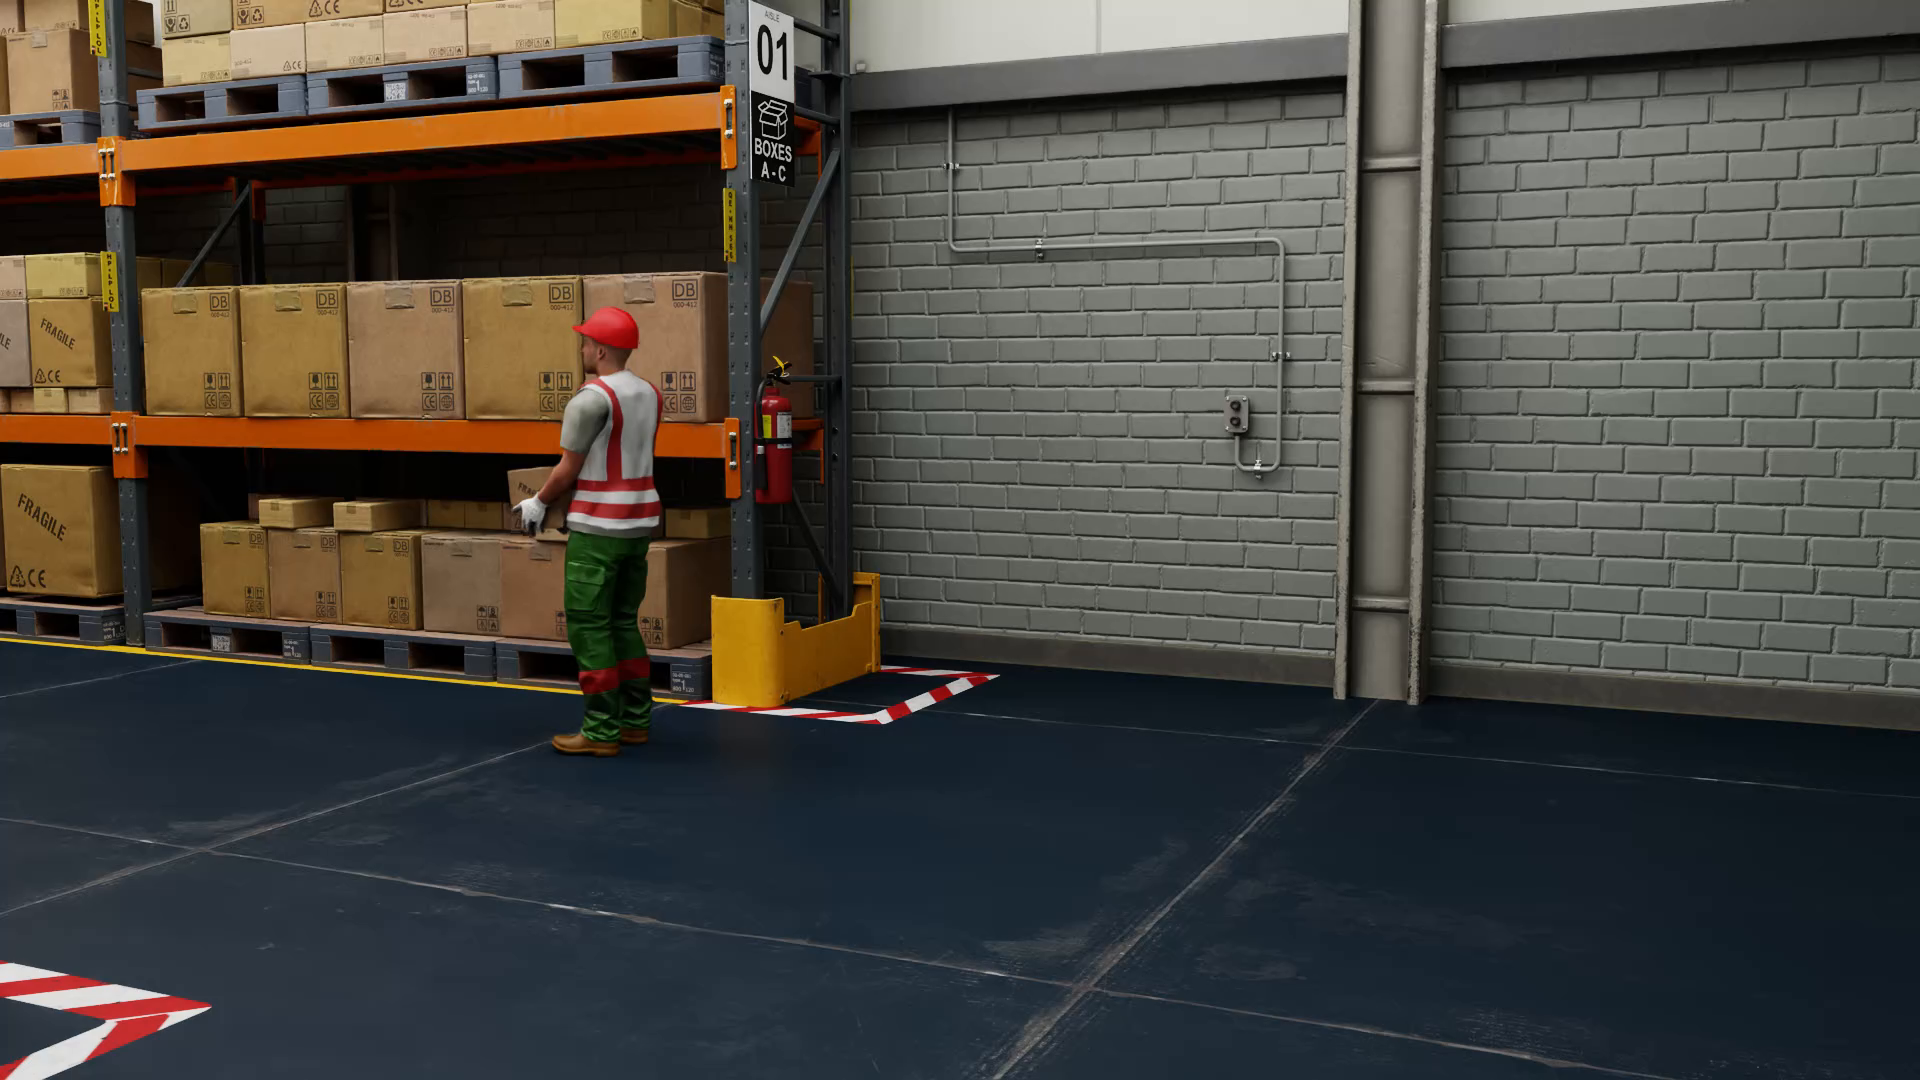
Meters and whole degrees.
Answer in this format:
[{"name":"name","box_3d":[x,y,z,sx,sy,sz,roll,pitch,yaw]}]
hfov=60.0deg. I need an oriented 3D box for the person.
[{"name":"person","box_3d":[-1.504,-0.040,6.750,0.547,1.793,0.519,2,6,23]}]
